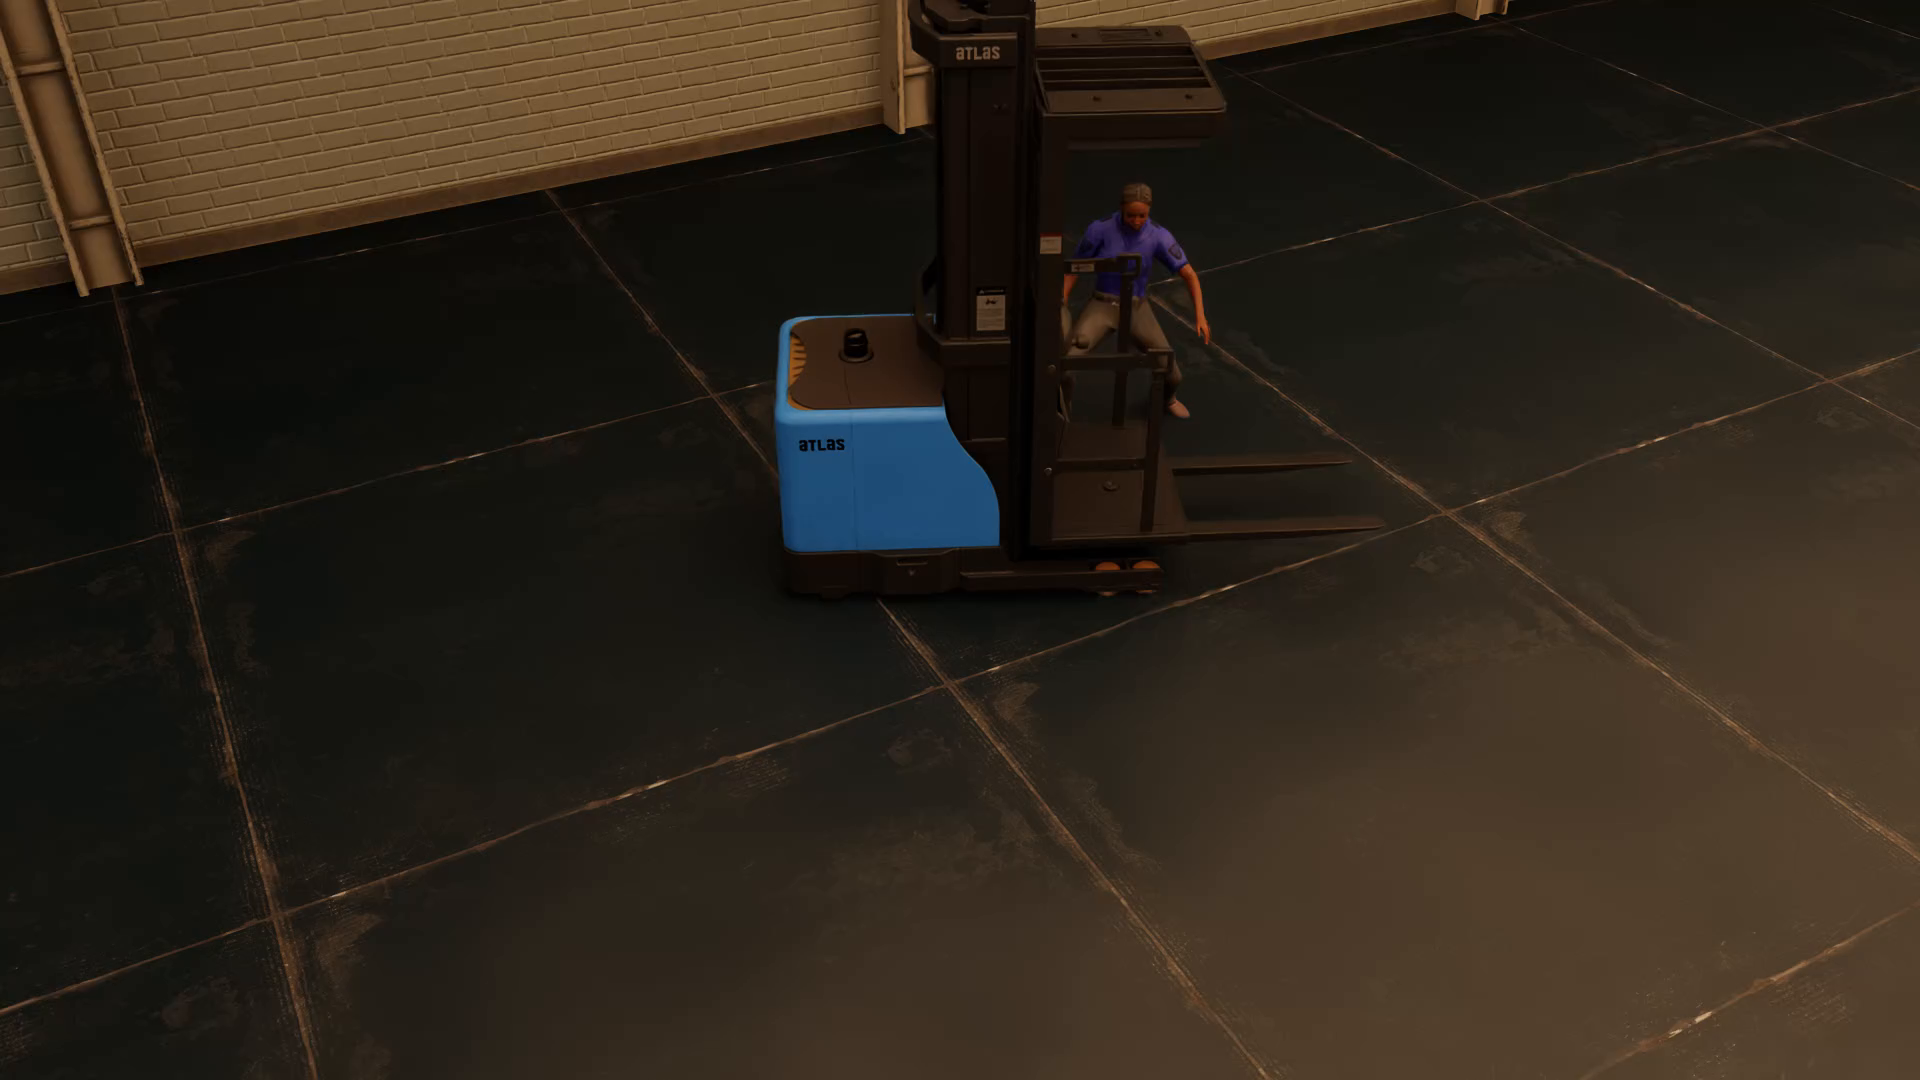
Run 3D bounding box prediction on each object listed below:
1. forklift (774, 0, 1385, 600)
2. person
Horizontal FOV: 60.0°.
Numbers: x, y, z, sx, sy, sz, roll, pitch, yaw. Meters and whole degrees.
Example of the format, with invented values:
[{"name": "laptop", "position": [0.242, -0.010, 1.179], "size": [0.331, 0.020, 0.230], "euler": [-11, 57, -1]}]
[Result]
[{"name": "forklift", "position": [0.613, -1.225, 7.857], "size": [3.031, 2.935, 1.130], "euler": [-2, 35, -3]}, {"name": "person", "position": [0.941, -1.253, 9.160], "size": [0.877, 1.534, 0.693], "euler": [4, 36, 6]}]
